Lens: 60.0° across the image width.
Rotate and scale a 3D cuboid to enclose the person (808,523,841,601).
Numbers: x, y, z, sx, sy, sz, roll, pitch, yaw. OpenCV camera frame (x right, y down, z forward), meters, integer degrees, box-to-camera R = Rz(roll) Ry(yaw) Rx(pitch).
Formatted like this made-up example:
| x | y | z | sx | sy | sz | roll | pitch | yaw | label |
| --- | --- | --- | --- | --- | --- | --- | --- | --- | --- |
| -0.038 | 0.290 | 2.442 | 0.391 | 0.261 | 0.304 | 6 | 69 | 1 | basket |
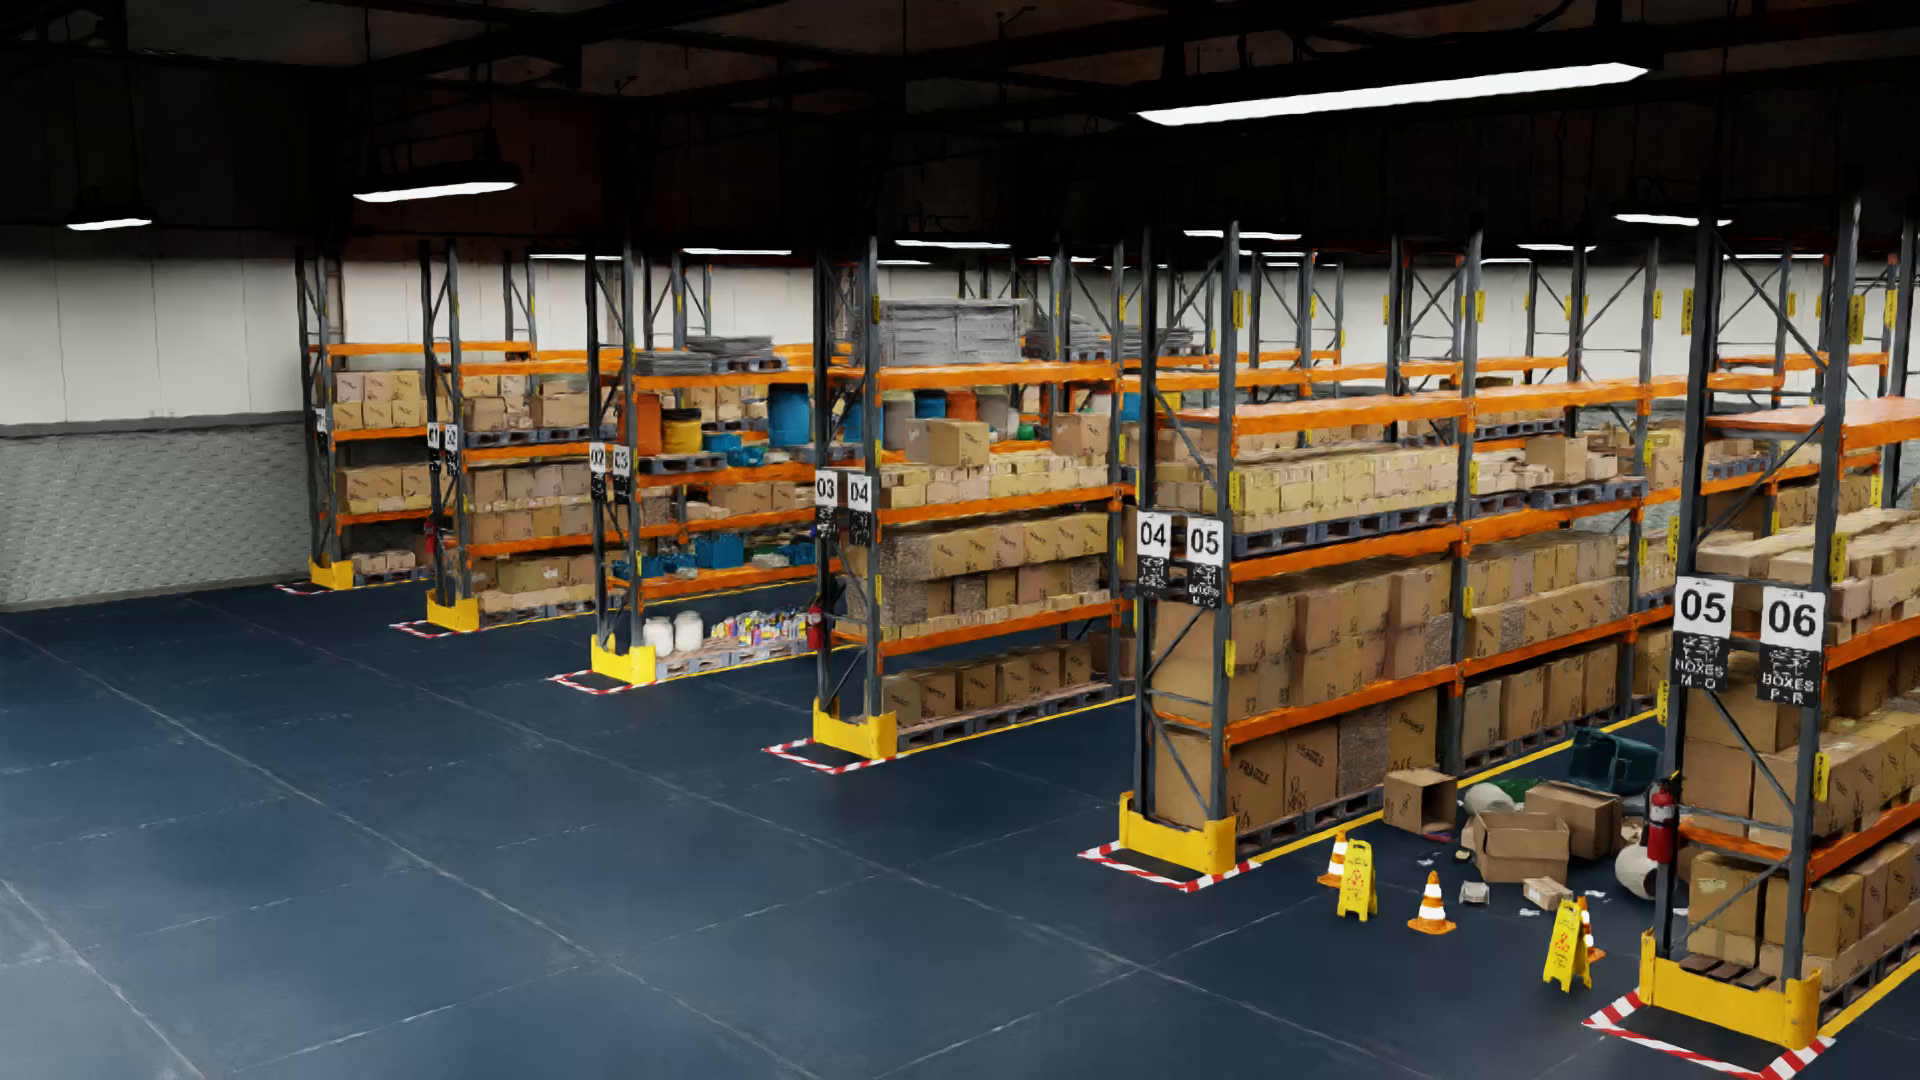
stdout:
| x | y | z | sx | sy | sz | roll | pitch | yaw | label |
| --- | --- | --- | --- | --- | --- | --- | --- | --- | --- |
| -2.328 | 0.238 | 28.199 | 0.443 | 1.587 | 0.996 | 7 | 11 | 39 | person |
